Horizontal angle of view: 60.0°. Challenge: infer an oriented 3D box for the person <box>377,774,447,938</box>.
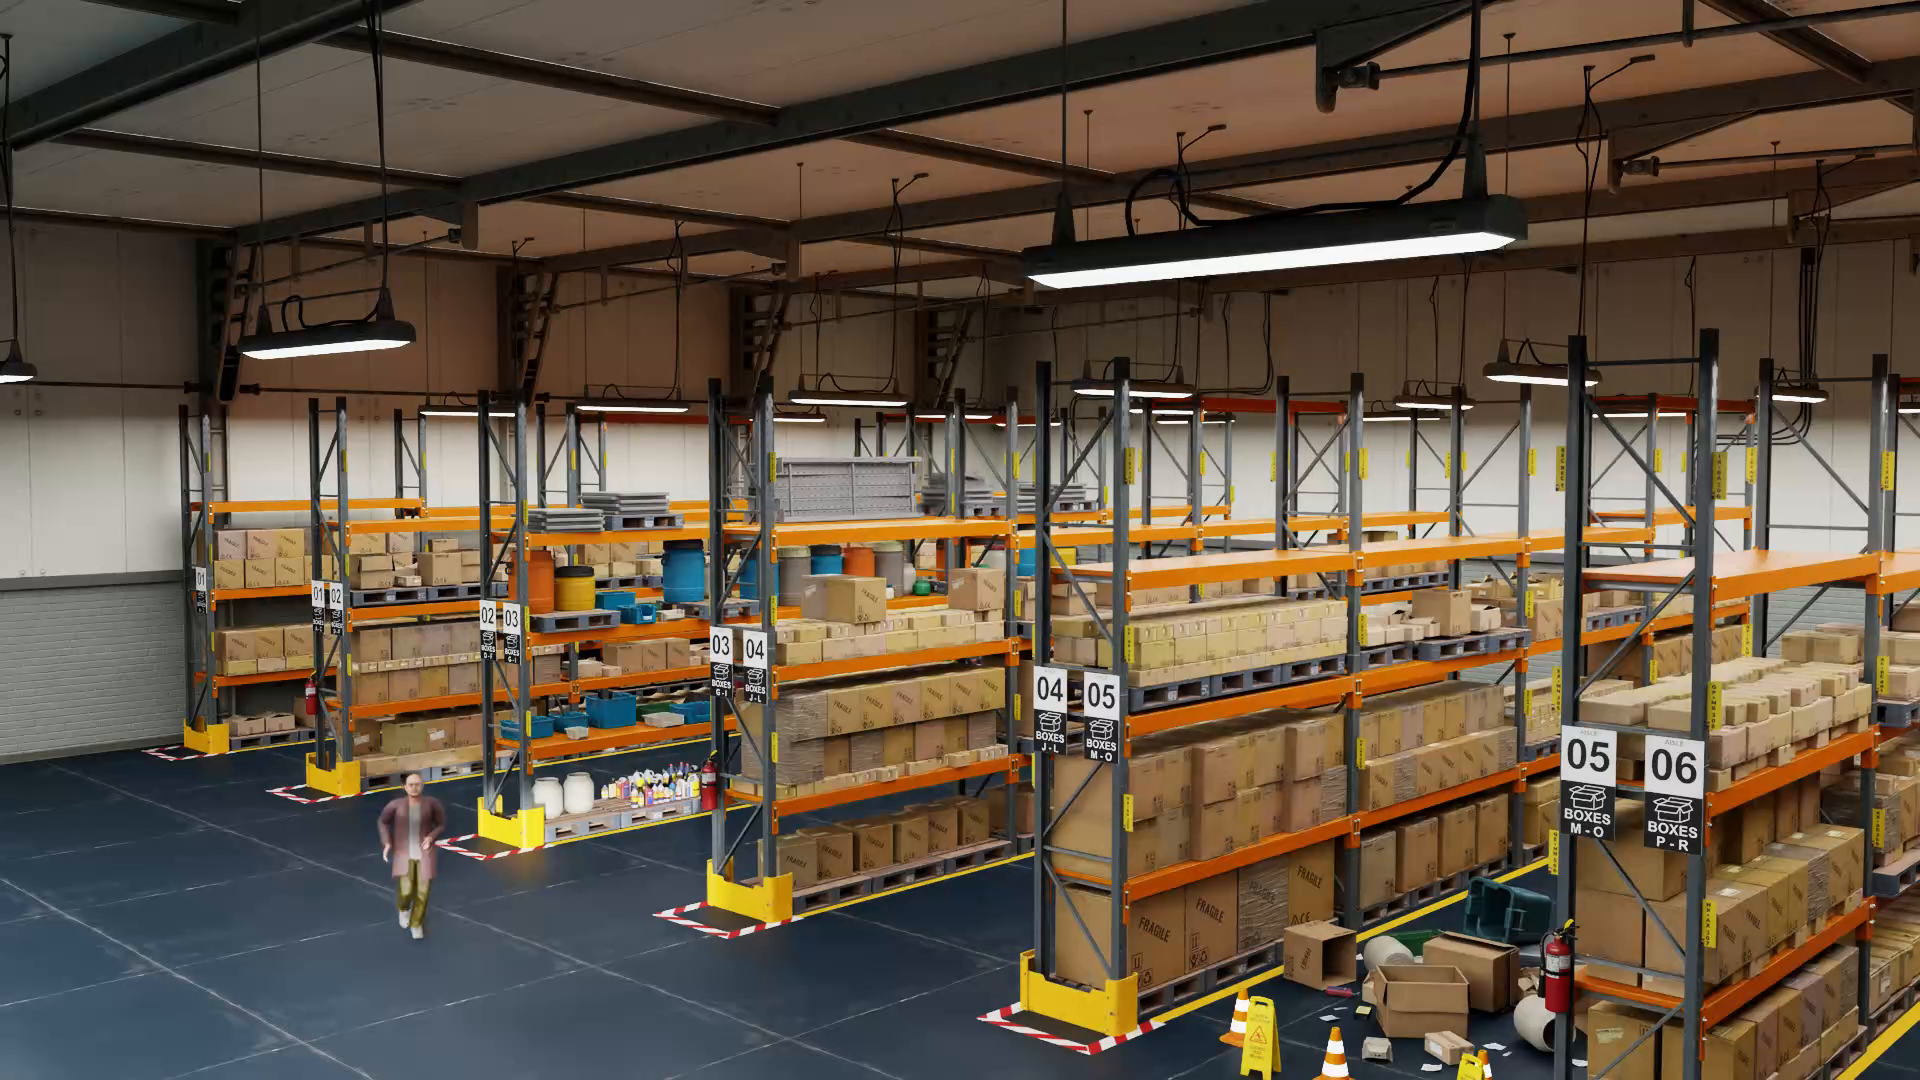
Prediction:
[{"bbox_3d":[-5.801,3.365,17.664,0.701,1.738,0.625,-1,3,-22],"label":"person"}]
